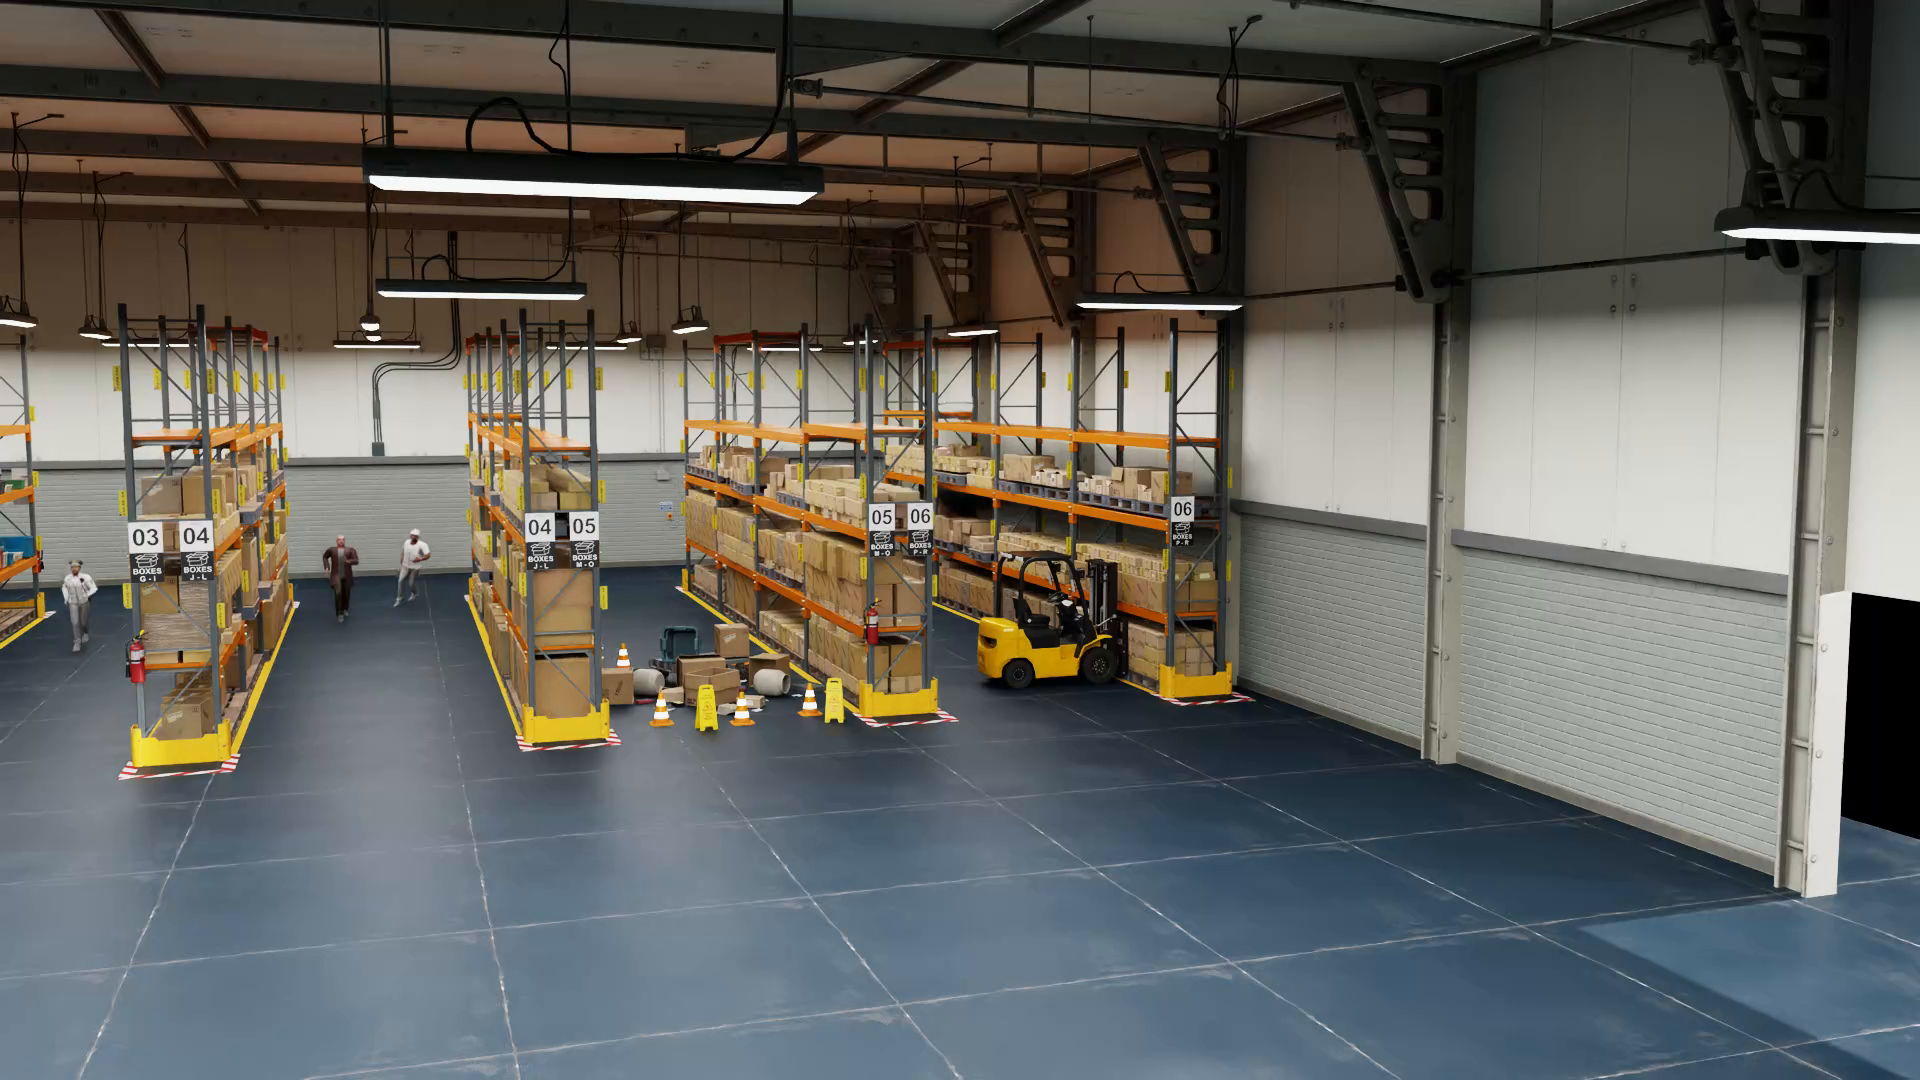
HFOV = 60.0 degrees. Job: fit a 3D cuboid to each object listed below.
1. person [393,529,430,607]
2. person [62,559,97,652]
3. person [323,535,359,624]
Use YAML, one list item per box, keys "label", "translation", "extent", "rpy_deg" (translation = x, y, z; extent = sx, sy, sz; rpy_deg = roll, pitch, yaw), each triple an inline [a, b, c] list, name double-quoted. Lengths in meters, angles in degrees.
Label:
- label: "person"
  translation: [-12.289, 0.622, 37.485]
  extent: [0.750, 1.755, 0.846]
  rpy_deg: [1, 5, 8]
- label: "person"
  translation: [-16.451, 1.191, 31.085]
  extent: [0.610, 1.689, 0.860]
  rpy_deg: [-2, 6, -19]
- label: "person"
  translation: [-12.969, 0.789, 34.884]
  extent: [0.686, 1.811, 0.985]
  rpy_deg: [-3, 6, -26]
